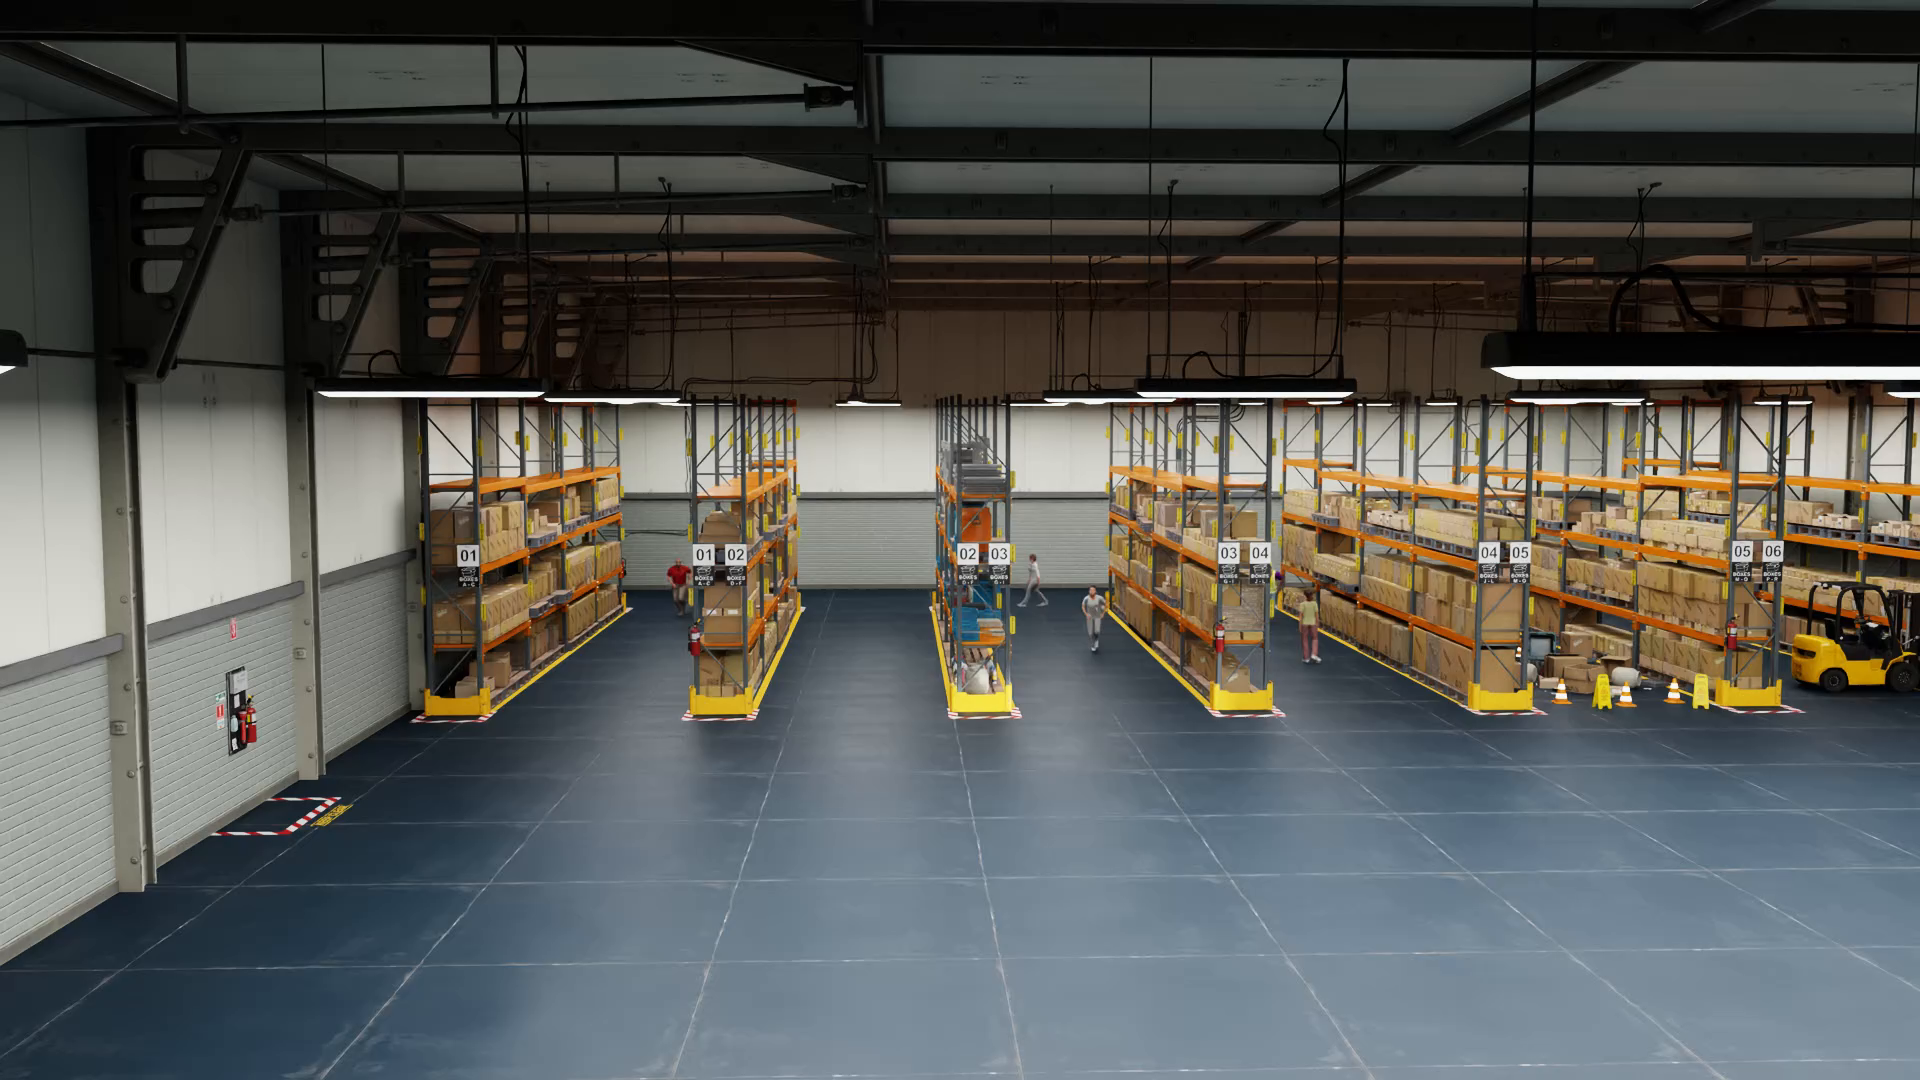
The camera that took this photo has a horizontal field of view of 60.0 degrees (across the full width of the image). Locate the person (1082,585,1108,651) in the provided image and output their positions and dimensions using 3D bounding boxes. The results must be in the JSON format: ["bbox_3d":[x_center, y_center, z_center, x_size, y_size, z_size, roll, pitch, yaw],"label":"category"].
[{"bbox_3d":[3.187,1.844,39.283,0.610,1.585,0.696,0,5,6],"label":"person"}]

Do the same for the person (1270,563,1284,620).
[{"bbox_3d":[8.275,1.394,44.465,0.750,1.664,0.697,1,5,9],"label":"person"}]

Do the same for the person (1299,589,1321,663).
[{"bbox_3d":[7.883,1.943,37.528,0.494,1.669,0.534,0,5,-3],"label":"person"}]

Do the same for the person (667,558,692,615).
[{"bbox_3d":[-7.755,1.295,45.955,0.646,1.636,0.669,0,5,6],"label":"person"}]

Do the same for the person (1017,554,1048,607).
[{"bbox_3d":[2.097,1.163,48.102,0.930,1.526,0.394,0,4,1],"label":"person"}]
